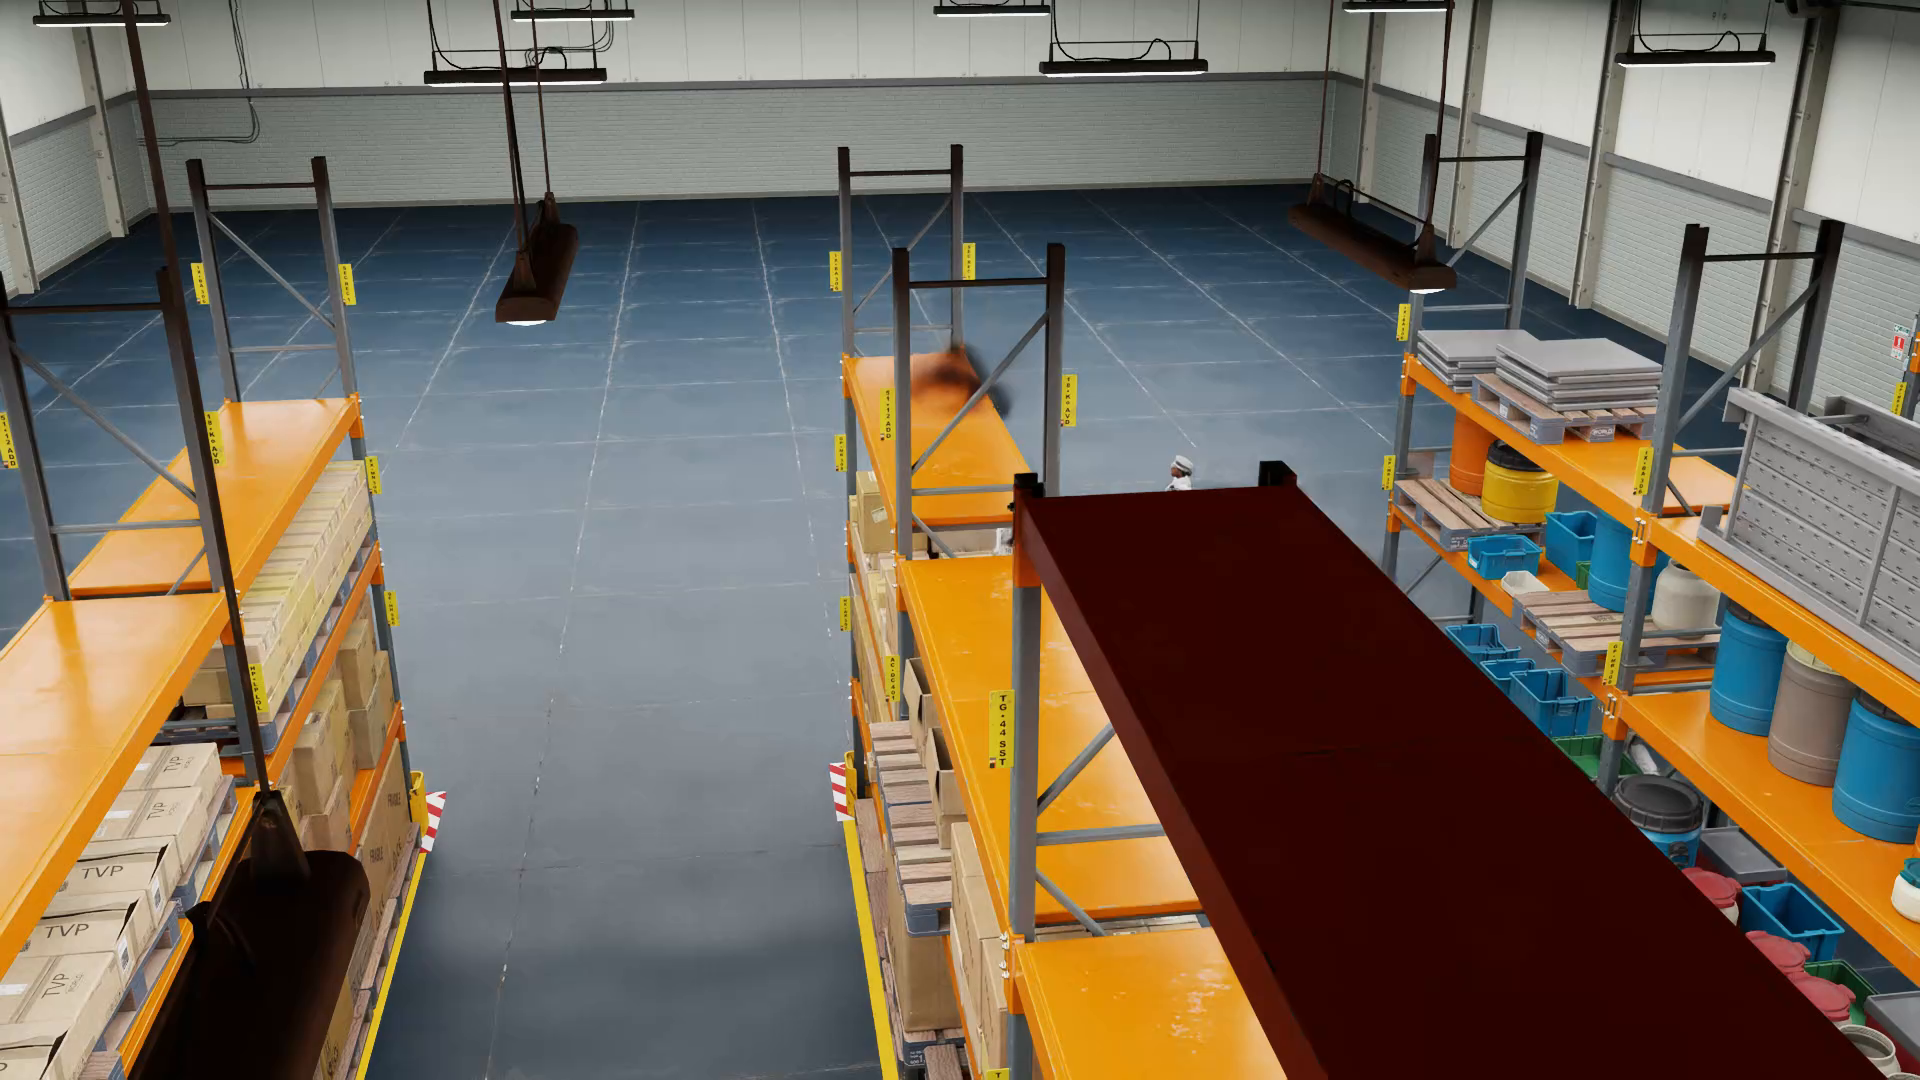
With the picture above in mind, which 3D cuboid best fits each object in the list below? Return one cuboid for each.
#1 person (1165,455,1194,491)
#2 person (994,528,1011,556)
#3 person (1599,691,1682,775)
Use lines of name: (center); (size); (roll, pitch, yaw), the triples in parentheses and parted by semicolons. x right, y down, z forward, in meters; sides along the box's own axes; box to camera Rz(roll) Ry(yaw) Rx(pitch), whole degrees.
person: (2.583, -0.194, 19.764); (0.876, 1.699, 0.581); (6, 22, 14)
person: (0.391, 0.232, 18.814); (0.579, 1.646, 0.613); (8, 23, 19)
person: (6.166, 1.627, 15.184); (0.694, 1.741, 0.584); (-4, 22, -10)
